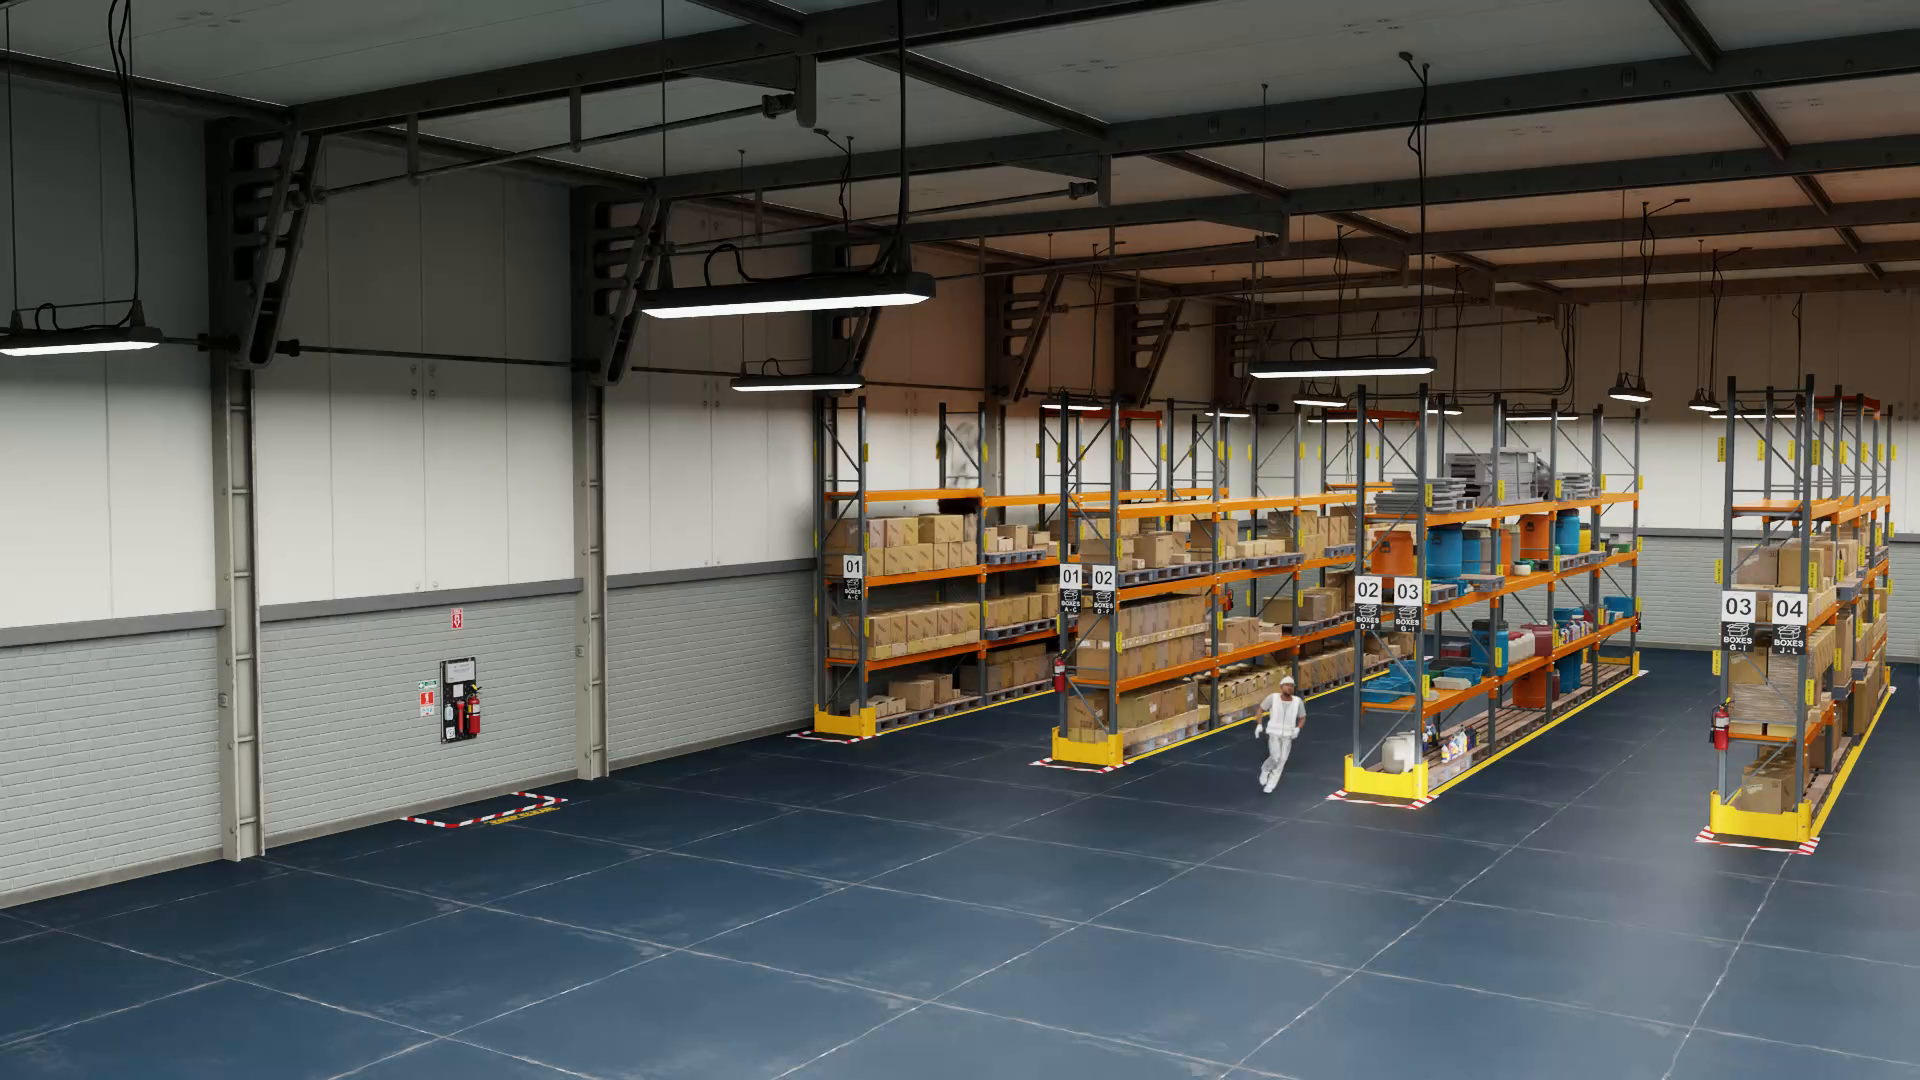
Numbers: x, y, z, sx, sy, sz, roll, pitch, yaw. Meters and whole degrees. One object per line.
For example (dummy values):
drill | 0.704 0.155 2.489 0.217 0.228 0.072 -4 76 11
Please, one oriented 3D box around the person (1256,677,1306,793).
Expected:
person | 4.726 2.868 24.394 0.732 1.702 0.566 0 3 -1

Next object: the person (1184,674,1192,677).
person | 4.992 2.272 36.683 0.574 1.740 0.751 1 3 26
